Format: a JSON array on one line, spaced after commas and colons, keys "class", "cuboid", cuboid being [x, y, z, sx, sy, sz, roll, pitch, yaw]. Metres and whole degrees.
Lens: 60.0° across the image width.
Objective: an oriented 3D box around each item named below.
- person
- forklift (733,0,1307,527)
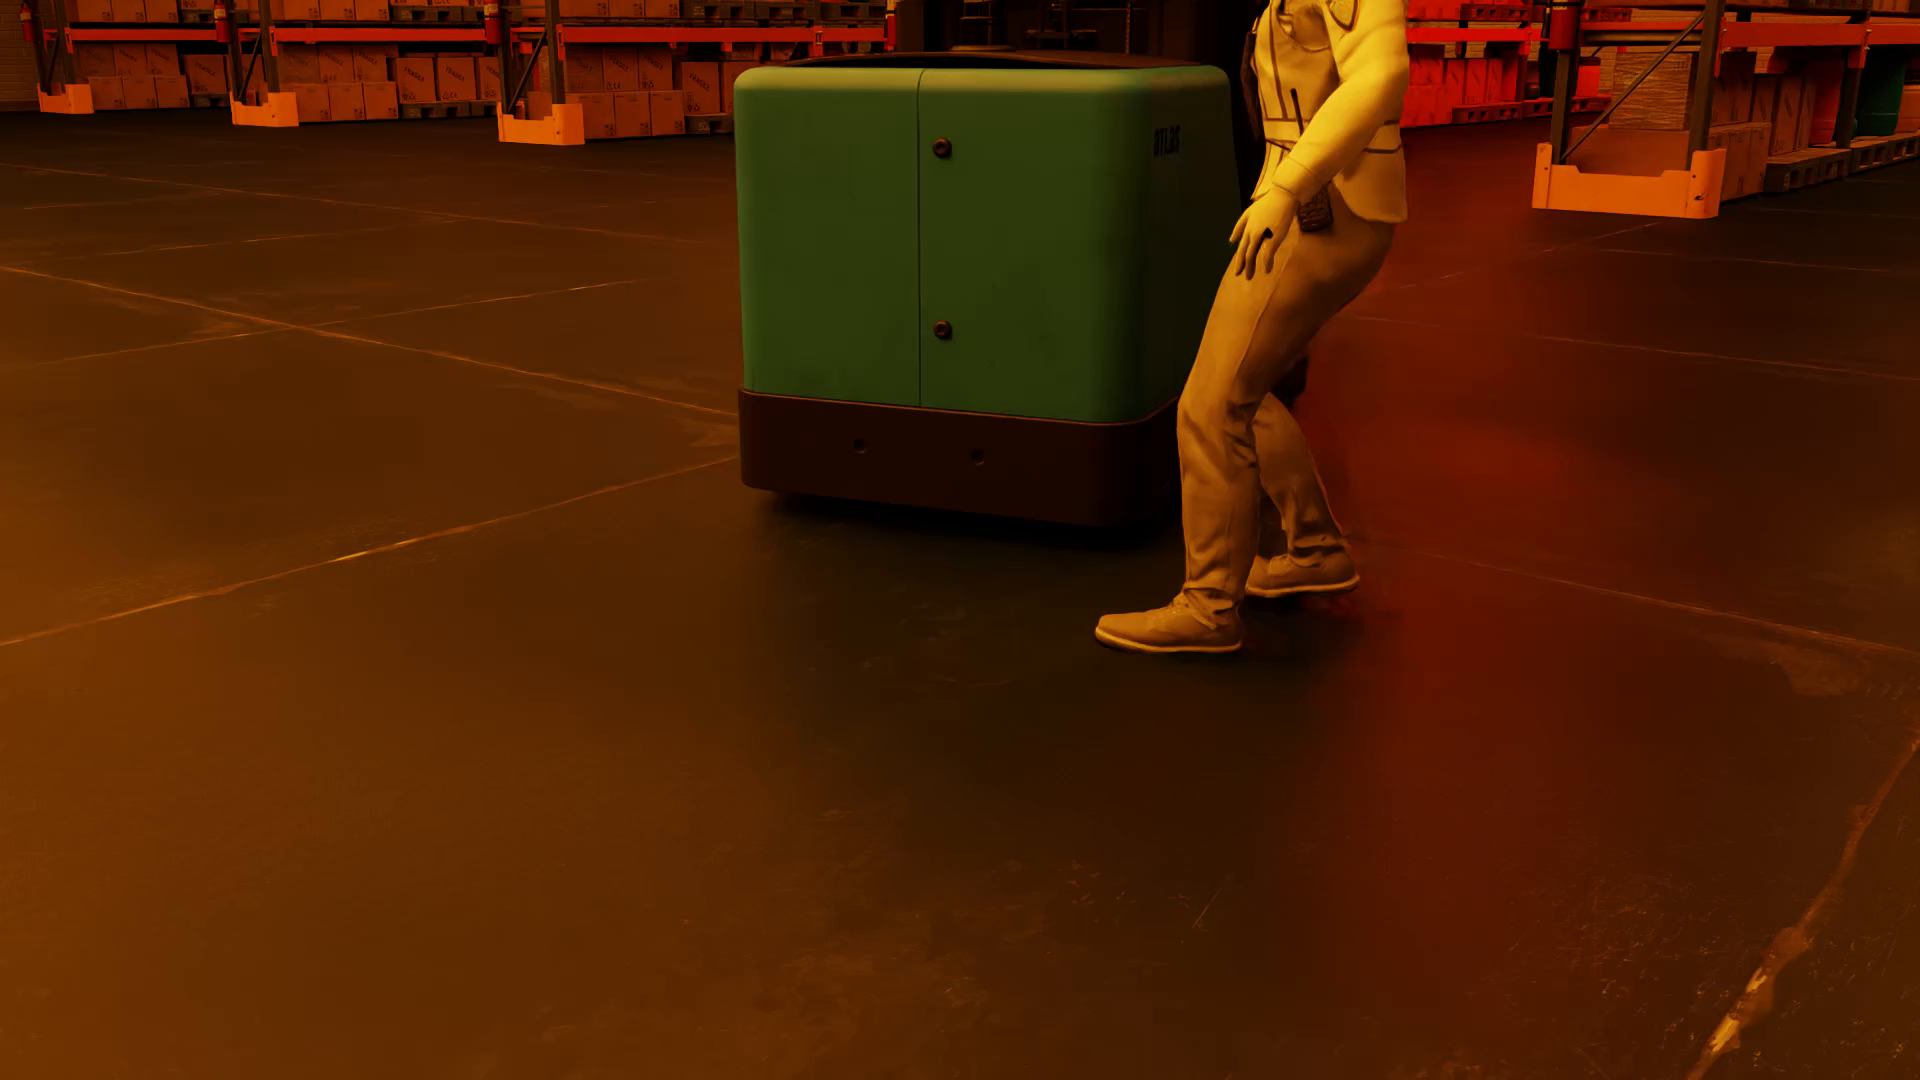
[{"class": "person", "cuboid": [0.588, -0.614, 3.195, 0.529, 1.631, 0.822, 5, 18, 16]}, {"class": "forklift", "cuboid": [0.477, -1.818, 4.883, 1.130, 2.935, 3.031, 7, 18, 21]}]
